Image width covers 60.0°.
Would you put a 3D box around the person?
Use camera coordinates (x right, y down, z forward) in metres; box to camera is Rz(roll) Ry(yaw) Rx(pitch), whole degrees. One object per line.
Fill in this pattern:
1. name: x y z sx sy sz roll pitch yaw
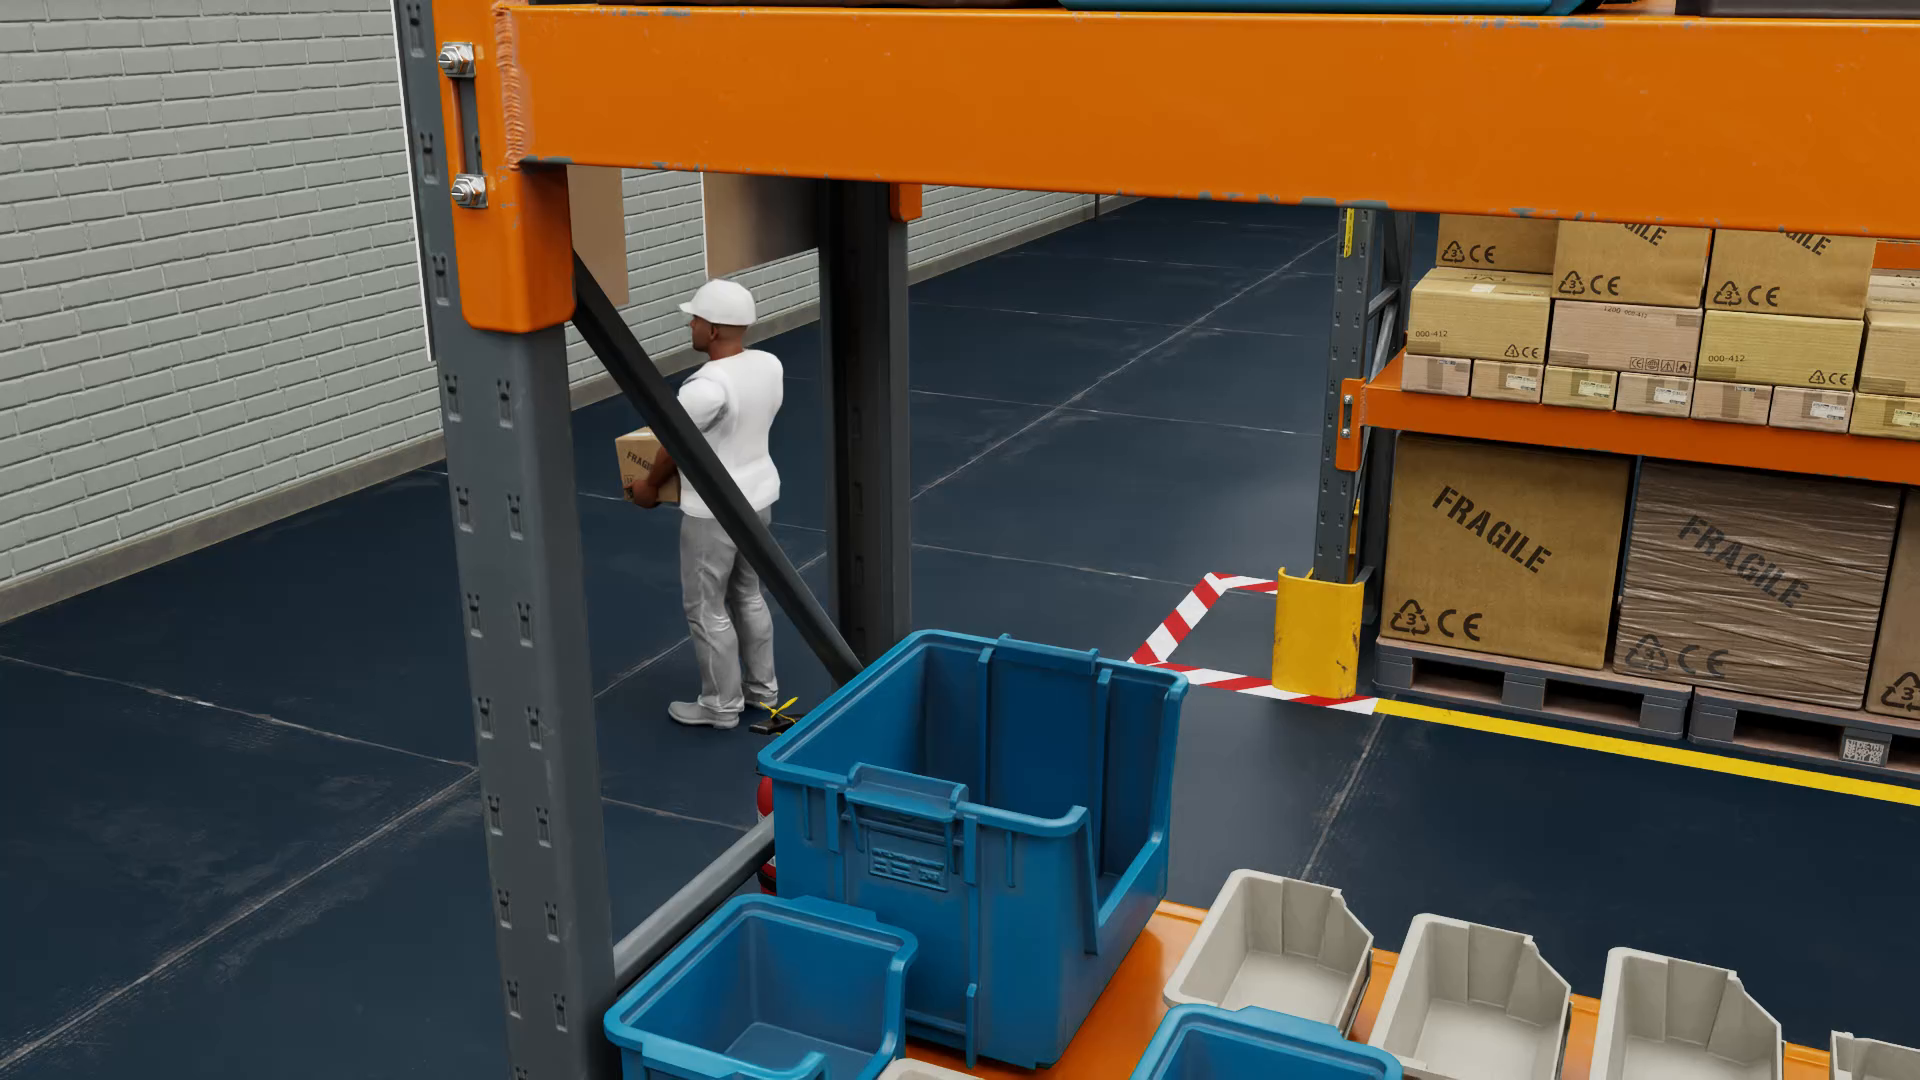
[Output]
1. person: -0.996 -0.138 6.435 0.575 1.762 0.504 9 21 23
